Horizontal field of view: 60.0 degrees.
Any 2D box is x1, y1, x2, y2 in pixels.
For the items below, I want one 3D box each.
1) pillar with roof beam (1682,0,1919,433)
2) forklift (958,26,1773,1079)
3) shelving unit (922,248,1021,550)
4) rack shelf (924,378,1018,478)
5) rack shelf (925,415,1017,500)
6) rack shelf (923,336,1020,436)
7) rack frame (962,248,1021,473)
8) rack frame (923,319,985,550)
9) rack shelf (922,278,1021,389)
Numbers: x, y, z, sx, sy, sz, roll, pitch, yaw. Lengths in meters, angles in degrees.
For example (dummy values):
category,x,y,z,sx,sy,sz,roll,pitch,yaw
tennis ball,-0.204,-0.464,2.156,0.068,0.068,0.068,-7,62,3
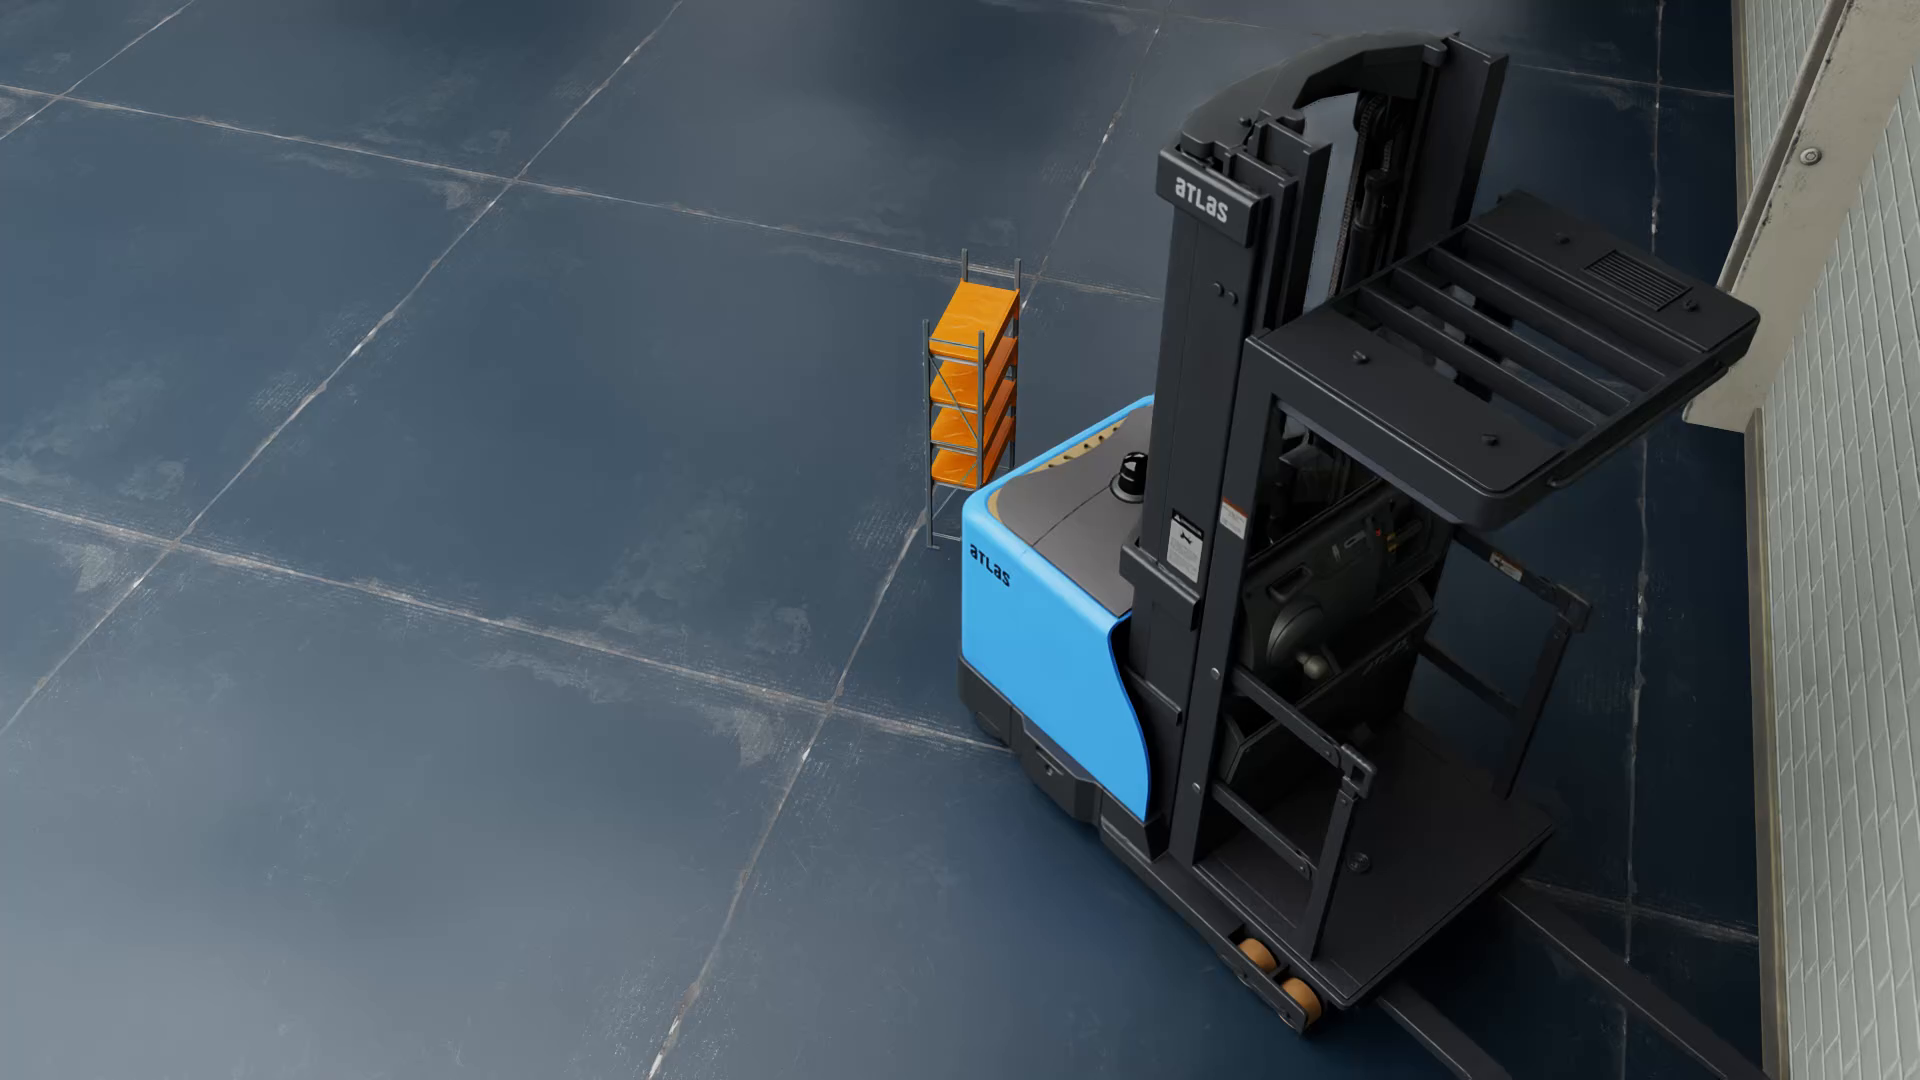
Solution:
category,x,y,z,sx,sy,sz,roll,pitch,yaw
pillar with roof beam,-0.545,-4.778,5.598,9.100,9.000,0.400,13,46,13
forklift,1.315,0.162,4.888,1.130,2.935,3.031,-30,52,-27
shelving unit,0.050,-0.539,6.842,0.258,1.200,0.503,13,46,13
rack shelf,0.050,-0.491,6.889,0.258,0.148,0.480,13,46,13
rack shelf,0.050,-0.349,7.028,0.258,0.148,0.480,13,46,13
rack shelf,0.050,-0.651,6.733,0.258,0.148,0.480,13,46,13
rack frame,0.124,-0.702,7.008,0.240,1.200,0.015,13,46,13
rack frame,-0.024,-0.377,6.676,0.240,1.200,0.015,13,46,13
rack shelf,0.050,-0.820,6.567,0.258,0.148,0.480,13,46,13
